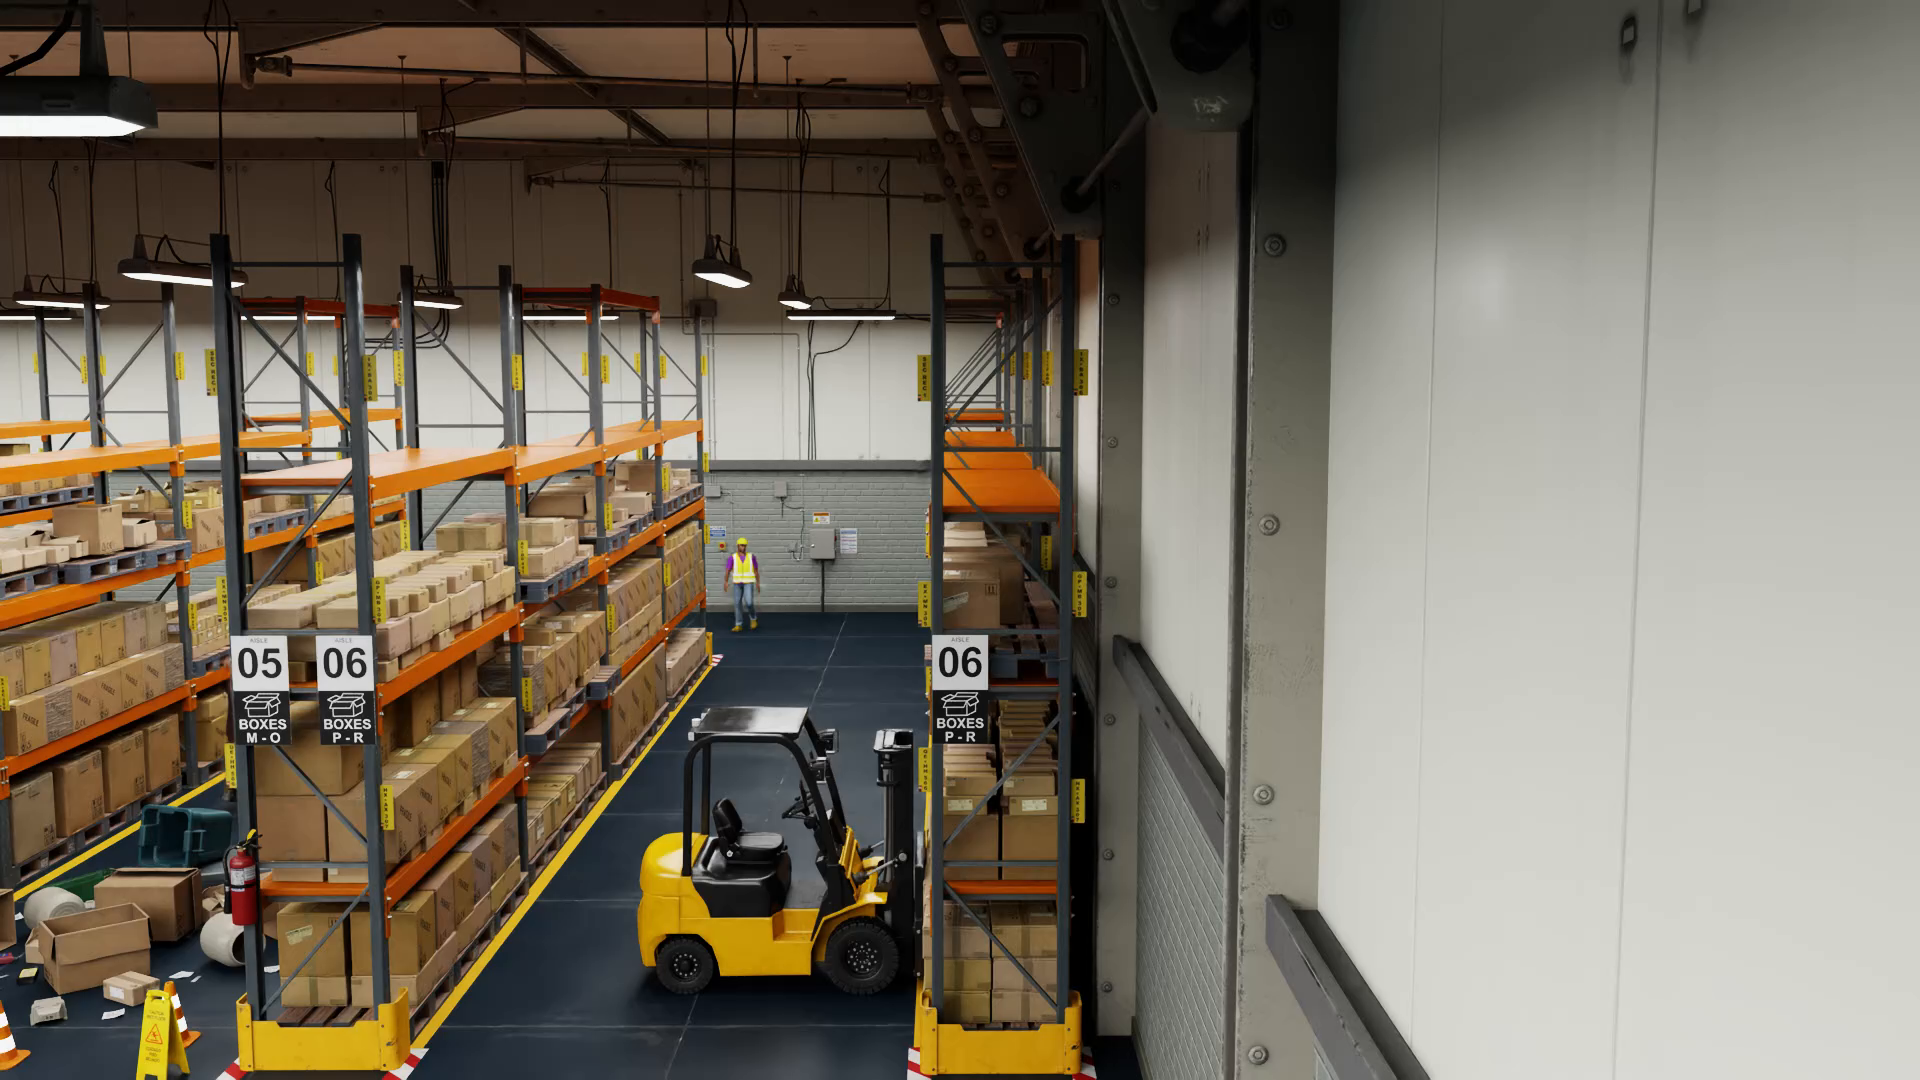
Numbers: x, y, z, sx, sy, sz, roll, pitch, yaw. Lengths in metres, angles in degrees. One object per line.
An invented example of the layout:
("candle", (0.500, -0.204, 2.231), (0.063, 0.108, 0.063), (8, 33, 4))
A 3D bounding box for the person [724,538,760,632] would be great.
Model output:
("person", (-4.104, 0.842, 31.370), (0.649, 1.748, 0.576), (1, 6, 12))

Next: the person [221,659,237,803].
("person", (-8.171, 2.193, 18.971), (0.594, 1.775, 0.530), (5, 8, 37))
